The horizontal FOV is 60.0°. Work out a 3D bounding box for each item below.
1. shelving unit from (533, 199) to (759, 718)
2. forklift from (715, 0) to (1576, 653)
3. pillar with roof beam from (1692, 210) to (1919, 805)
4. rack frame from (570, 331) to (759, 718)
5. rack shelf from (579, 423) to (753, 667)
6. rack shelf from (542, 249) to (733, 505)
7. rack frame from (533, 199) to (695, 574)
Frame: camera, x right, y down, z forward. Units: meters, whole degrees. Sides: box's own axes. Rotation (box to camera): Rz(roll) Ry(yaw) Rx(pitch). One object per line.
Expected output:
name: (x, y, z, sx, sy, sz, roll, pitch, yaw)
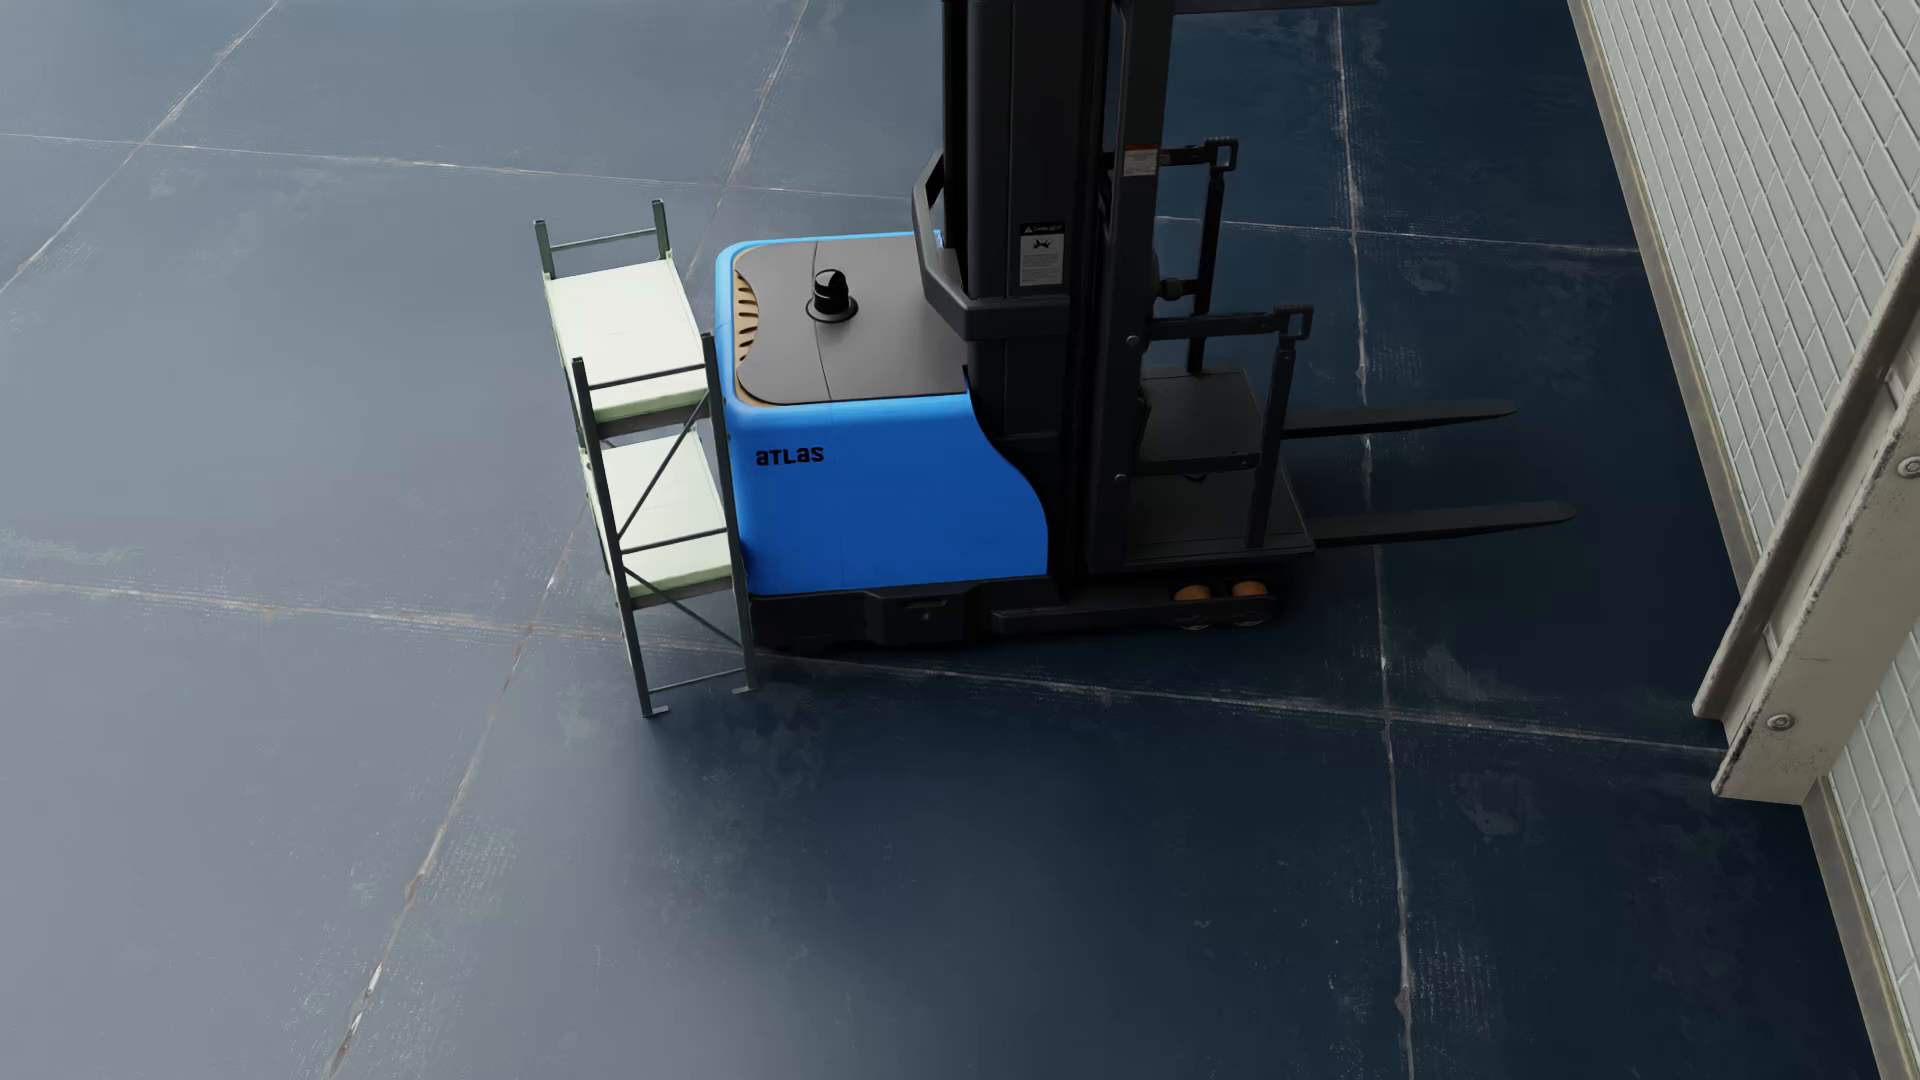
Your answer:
shelving unit: (-1.000, -0.233, 5.405, 0.431, 1.500, 0.755, -13, 45, -13)
forklift: (0.691, -1.104, 5.284, 3.031, 2.935, 1.130, -4, 44, -5)
pillar with roof beam: (-1.650, -2.952, 2.823, 9.100, 9.000, 0.400, 5, 44, 6)
rack frame: (-0.884, 0.006, 5.153, 0.400, 1.500, 0.023, -13, 45, -13)
rack shelf: (-1.000, 0.004, 5.629, 0.431, 0.370, 0.720, -13, 45, -13)
rack shelf: (-1.001, -0.516, 5.136, 0.431, 0.370, 0.720, -13, 45, -13)
rack frame: (-1.116, -0.472, 5.657, 0.400, 1.500, 0.023, -13, 45, -13)
